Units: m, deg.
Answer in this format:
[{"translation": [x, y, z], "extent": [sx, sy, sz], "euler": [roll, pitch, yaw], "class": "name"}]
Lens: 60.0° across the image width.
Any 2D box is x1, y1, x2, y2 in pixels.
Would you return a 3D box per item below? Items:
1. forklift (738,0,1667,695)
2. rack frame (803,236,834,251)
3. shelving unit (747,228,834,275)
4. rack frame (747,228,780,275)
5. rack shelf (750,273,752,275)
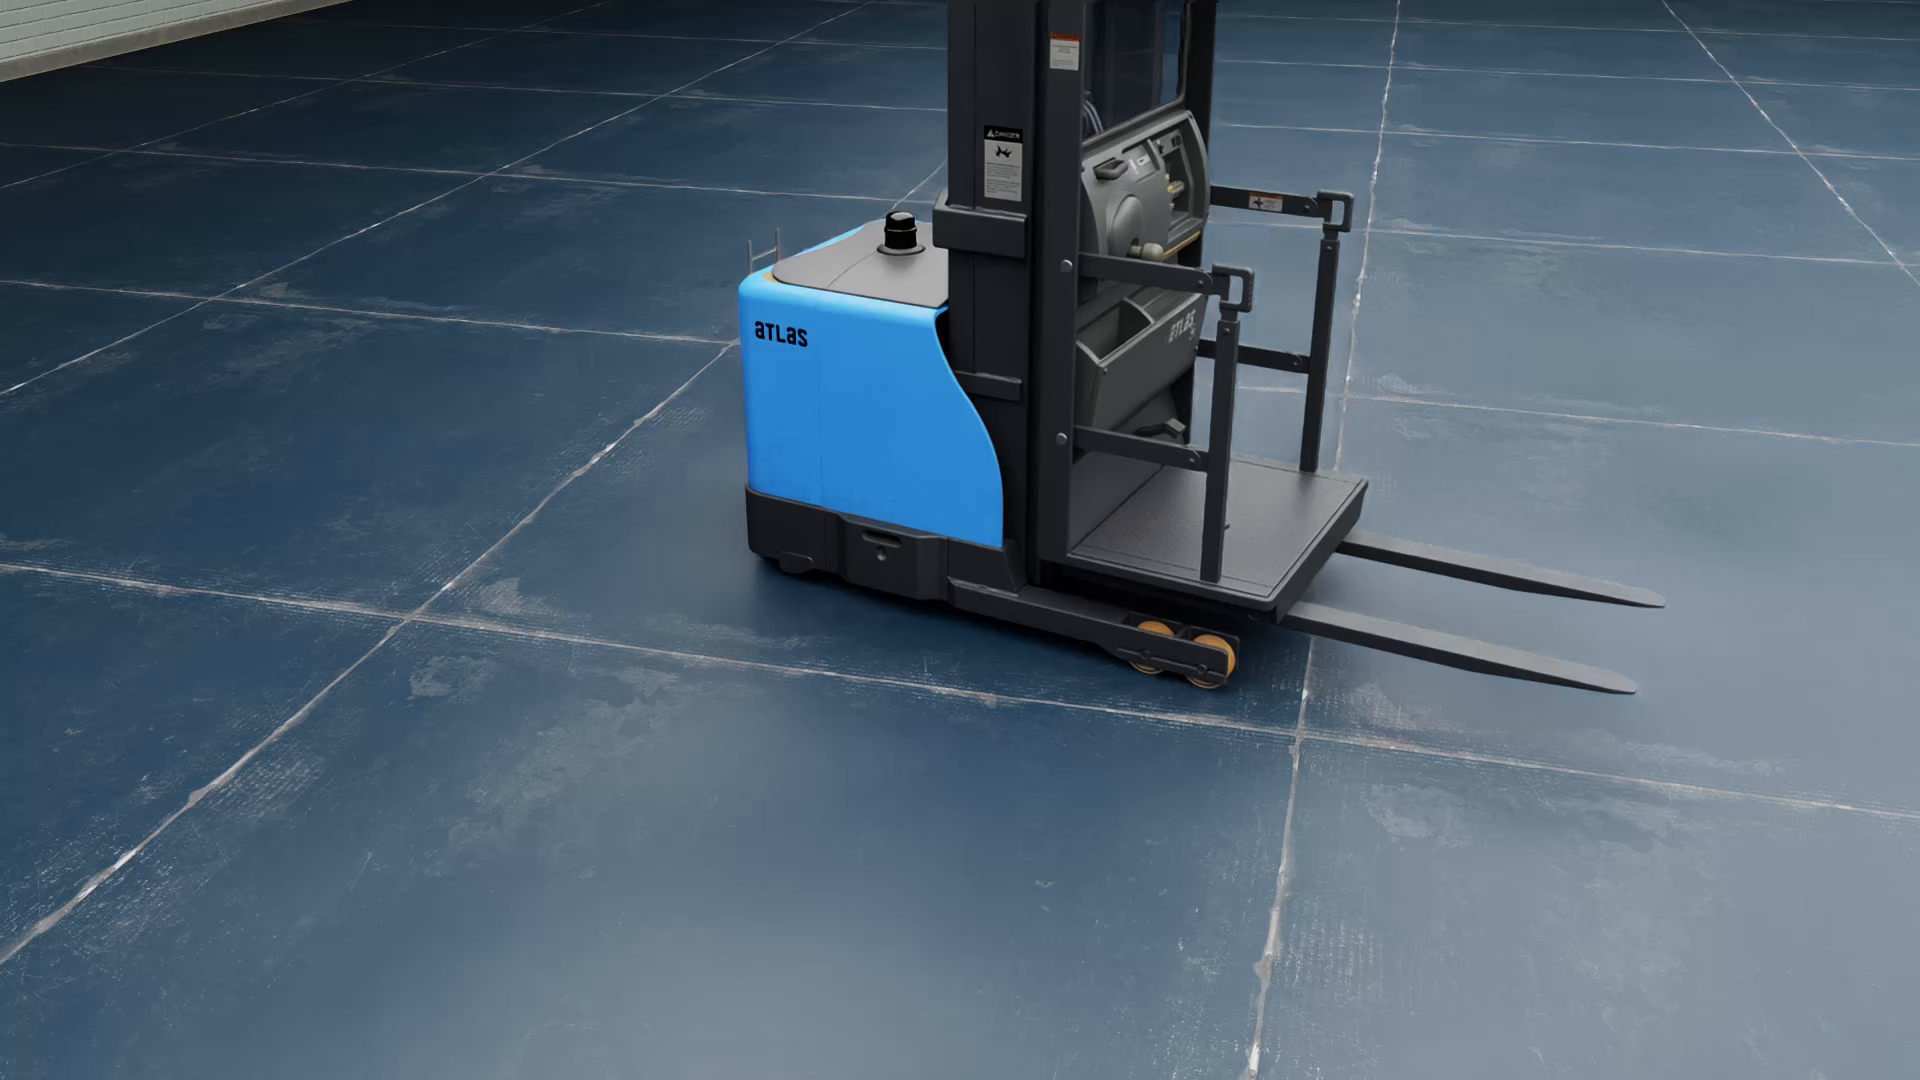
[{"translation": [0.775, -1.114, 5.181], "extent": [3.031, 2.935, 1.130], "euler": [13, 28, 25], "class": "forklift"}, {"translation": [-0.519, -0.615, 6.321], "extent": [0.008, 1.050, 0.200], "euler": [13, 28, 25], "class": "rack frame"}, {"translation": [-0.626, -0.640, 6.373], "extent": [0.252, 1.050, 0.215], "euler": [13, 28, 25], "class": "shelving unit"}, {"translation": [-0.734, -0.665, 6.425], "extent": [0.008, 1.050, 0.200], "euler": [13, 28, 25], "class": "rack frame"}, {"translation": [-0.626, -0.887, 6.256], "extent": [0.240, 0.259, 0.215], "euler": [13, 28, 25], "class": "rack shelf"}]
